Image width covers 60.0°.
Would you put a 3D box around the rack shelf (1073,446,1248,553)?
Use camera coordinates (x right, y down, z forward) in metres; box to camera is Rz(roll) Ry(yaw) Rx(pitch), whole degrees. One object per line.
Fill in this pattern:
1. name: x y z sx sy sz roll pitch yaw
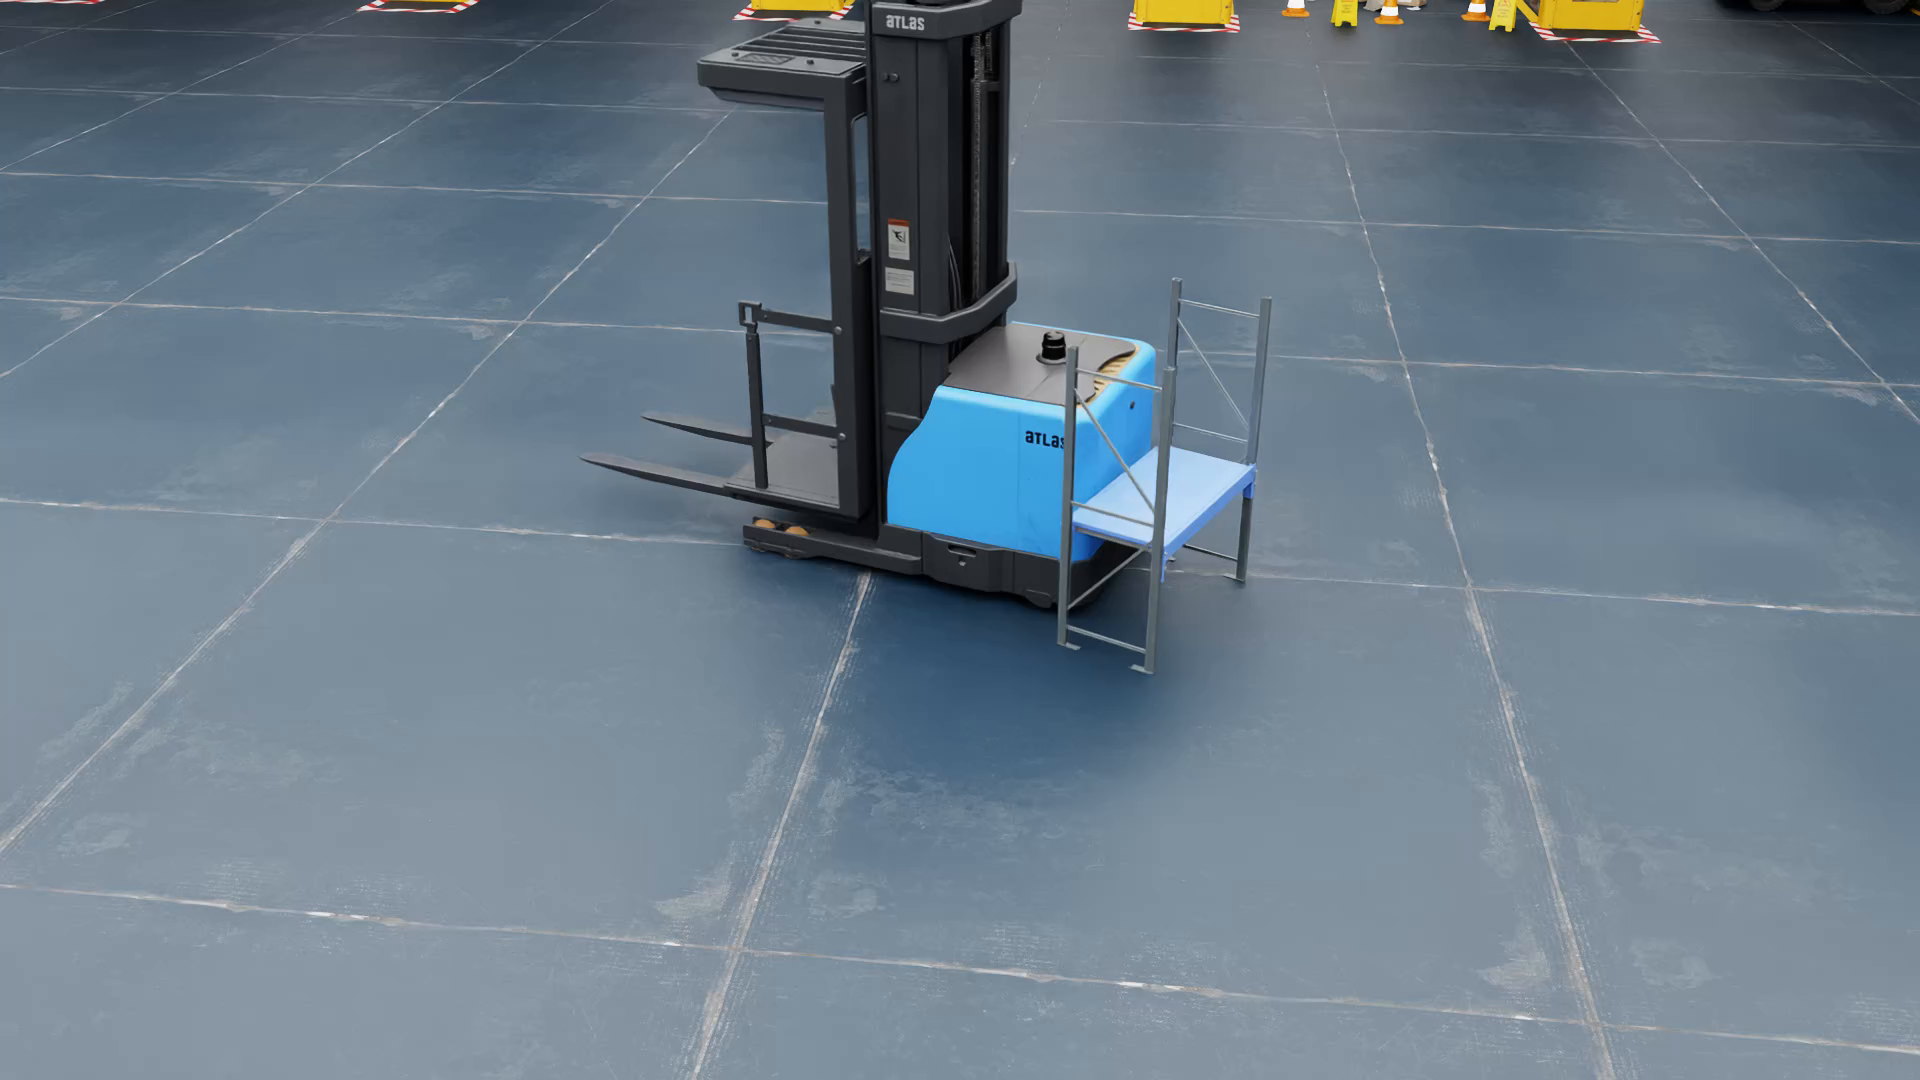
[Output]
1. rack shelf: 0.949 -0.198 7.812 0.459 0.062 0.952 17 33 28

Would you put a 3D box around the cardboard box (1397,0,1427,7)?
1. cardboard box: 5.880 -7.088 21.751 0.380 0.149 0.250 20 34 32

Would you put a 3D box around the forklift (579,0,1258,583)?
1. forklift: -3.078 -5.226 14.657 14.776 3.598 13.291 12 30 21

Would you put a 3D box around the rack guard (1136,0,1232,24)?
1. rack guard: 2.796 -6.738 20.729 1.175 0.500 0.348 3 28 6

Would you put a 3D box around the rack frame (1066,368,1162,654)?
1. rack frame: 0.678 -0.109 7.371 0.475 1.308 0.013 17 33 28

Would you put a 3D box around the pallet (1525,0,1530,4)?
1. pallet: 8.020 -7.371 22.209 1.003 0.211 1.213 3 28 6

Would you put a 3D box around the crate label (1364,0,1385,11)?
1. crate label: 5.388 -6.905 21.422 0.250 0.136 0.298 -11 30 -20

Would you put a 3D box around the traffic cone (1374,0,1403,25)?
1. traffic cone: 5.353 -6.674 20.651 0.336 0.463 0.334 3 28 6

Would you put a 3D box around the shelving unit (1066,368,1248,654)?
1. shelving unit: 0.940 -0.305 7.735 0.475 1.308 0.991 17 33 28

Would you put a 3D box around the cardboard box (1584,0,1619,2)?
1. cardboard box: 8.097 -6.947 20.939 0.507 0.250 0.507 4 29 6

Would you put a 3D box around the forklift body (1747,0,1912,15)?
1. forklift body: -2.093 -9.788 24.650 29.396 2.155 5.688 3 28 6

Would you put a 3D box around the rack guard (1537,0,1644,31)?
1. rack guard: 7.733 -6.545 20.371 1.175 0.500 0.348 3 28 6

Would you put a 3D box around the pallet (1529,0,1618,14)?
1. pallet: 7.868 -6.798 21.146 1.003 0.211 1.213 3 28 6

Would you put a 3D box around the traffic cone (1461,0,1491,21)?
1. traffic cone: 6.496 -6.770 20.828 0.336 0.463 0.334 3 28 6

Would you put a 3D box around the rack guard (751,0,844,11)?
1. rack guard: -2.102 -7.121 21.440 1.175 0.500 0.348 3 28 6
